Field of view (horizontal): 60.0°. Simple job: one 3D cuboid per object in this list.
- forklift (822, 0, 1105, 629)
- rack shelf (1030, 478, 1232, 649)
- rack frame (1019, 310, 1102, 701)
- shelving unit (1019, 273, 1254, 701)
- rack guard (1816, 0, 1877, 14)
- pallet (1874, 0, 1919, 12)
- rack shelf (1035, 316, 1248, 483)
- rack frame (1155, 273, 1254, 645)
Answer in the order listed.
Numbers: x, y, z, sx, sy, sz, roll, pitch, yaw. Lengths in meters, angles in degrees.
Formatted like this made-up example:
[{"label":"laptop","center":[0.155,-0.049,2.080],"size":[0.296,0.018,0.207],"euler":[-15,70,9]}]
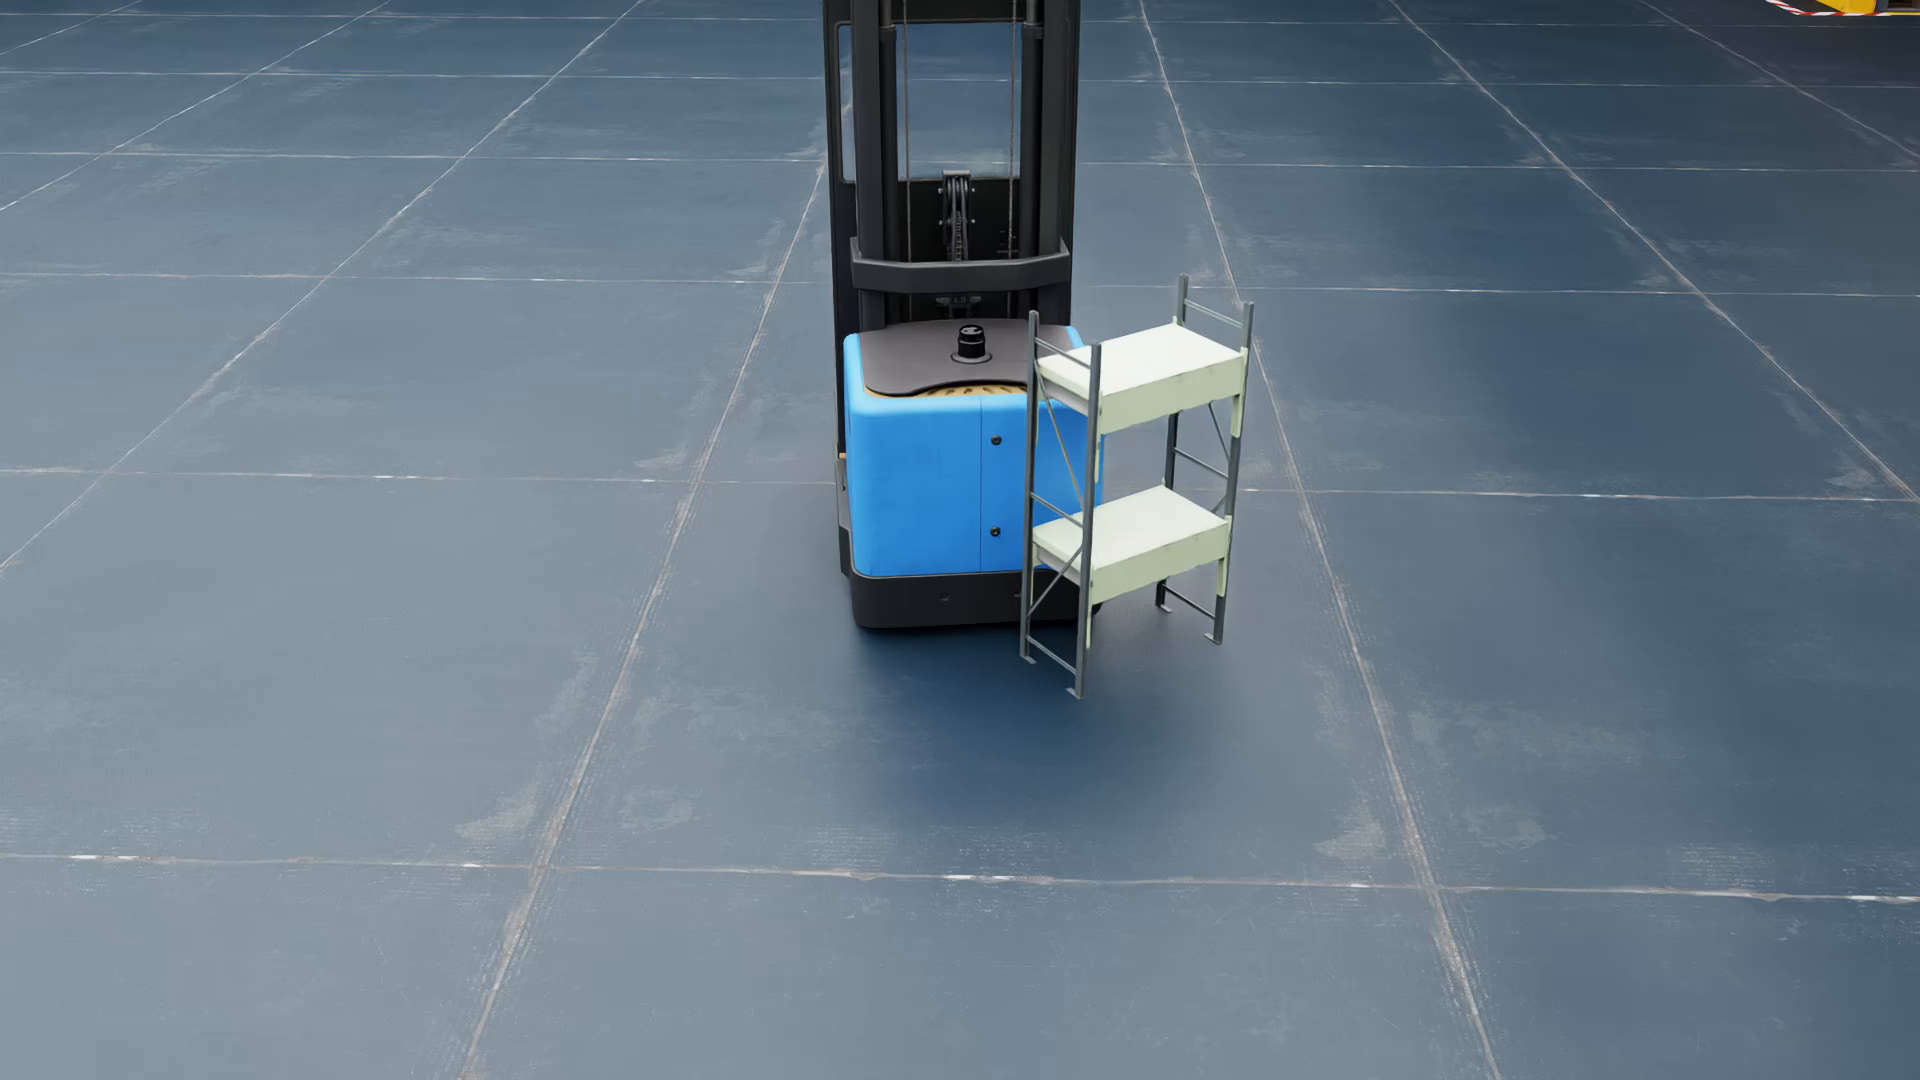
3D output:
[{"label":"forklift","center":[-0.061,-1.588,7.617],"size":[1.130,2.935,3.031],"euler":[-3,28,-5]},{"label":"rack shelf","center":[0.671,0.082,6.684],"size":[0.720,0.370,0.431],"euler":[-18,33,-30]},{"label":"rack frame","center":[0.373,-0.107,6.344],"size":[0.023,1.500,0.400],"euler":[-18,33,-30]},{"label":"shelving unit","center":[0.673,-0.205,6.529],"size":[0.755,1.500,0.431],"euler":[-18,33,-30]},{"label":"rack guard","center":[10.437,-6.583,19.635],"size":[0.348,0.500,1.175],"euler":[1,28,2]},{"label":"pallet","center":[11.227,-6.462,19.715],"size":[1.213,0.211,1.003],"euler":[1,28,2]},{"label":"rack shelf","center":[0.676,-0.548,6.343],"size":[0.720,0.370,0.431],"euler":[-18,33,-30]},{"label":"rack frame","center":[0.974,-0.302,6.714],"size":[0.023,1.500,0.400],"euler":[-18,33,-30]}]
